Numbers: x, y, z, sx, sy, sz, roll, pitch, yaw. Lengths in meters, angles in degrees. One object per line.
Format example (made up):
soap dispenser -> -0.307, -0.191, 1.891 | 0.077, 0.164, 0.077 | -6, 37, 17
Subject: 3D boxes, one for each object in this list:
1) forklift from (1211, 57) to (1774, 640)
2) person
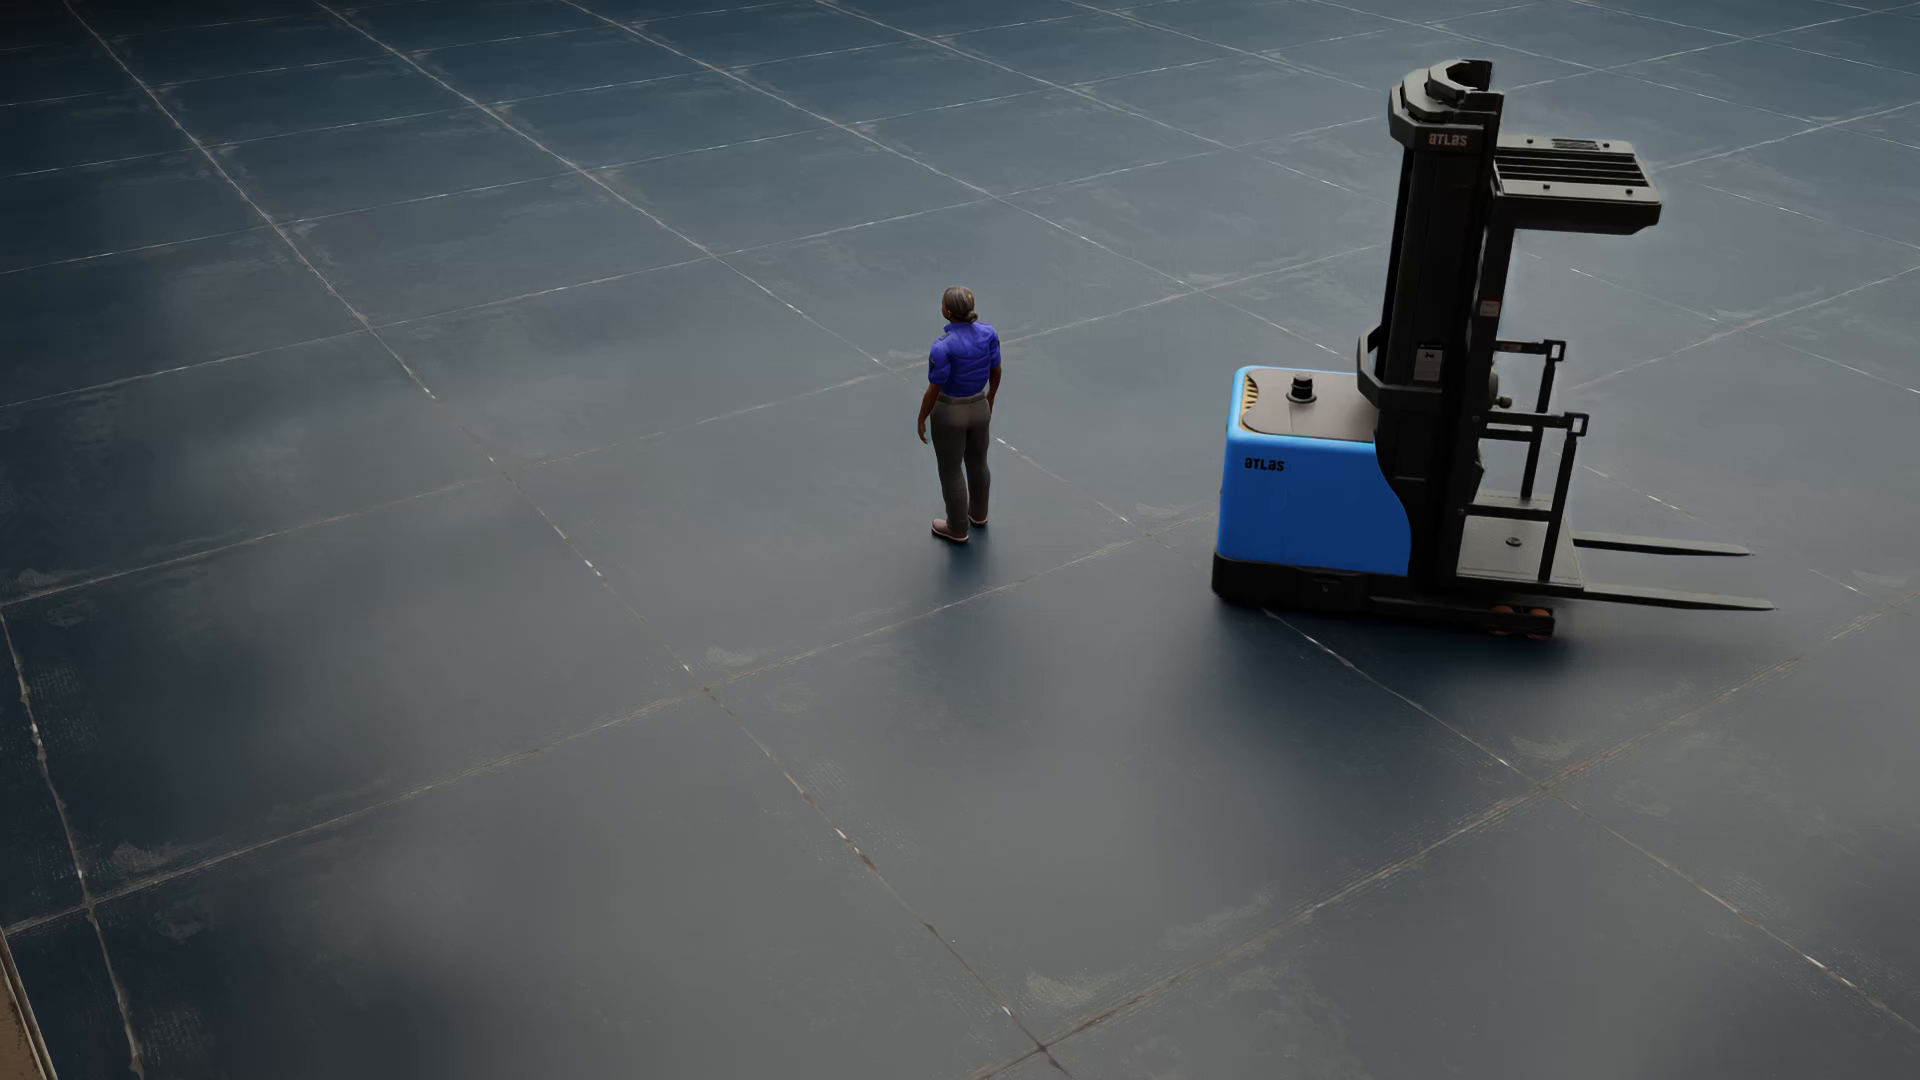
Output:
forklift -> 3.012, -1.011, 8.977 | 3.031, 2.935, 1.130 | 5, 30, 10
person -> -0.032, -0.768, 9.830 | 0.569, 1.655, 0.504 | -18, 34, -29
